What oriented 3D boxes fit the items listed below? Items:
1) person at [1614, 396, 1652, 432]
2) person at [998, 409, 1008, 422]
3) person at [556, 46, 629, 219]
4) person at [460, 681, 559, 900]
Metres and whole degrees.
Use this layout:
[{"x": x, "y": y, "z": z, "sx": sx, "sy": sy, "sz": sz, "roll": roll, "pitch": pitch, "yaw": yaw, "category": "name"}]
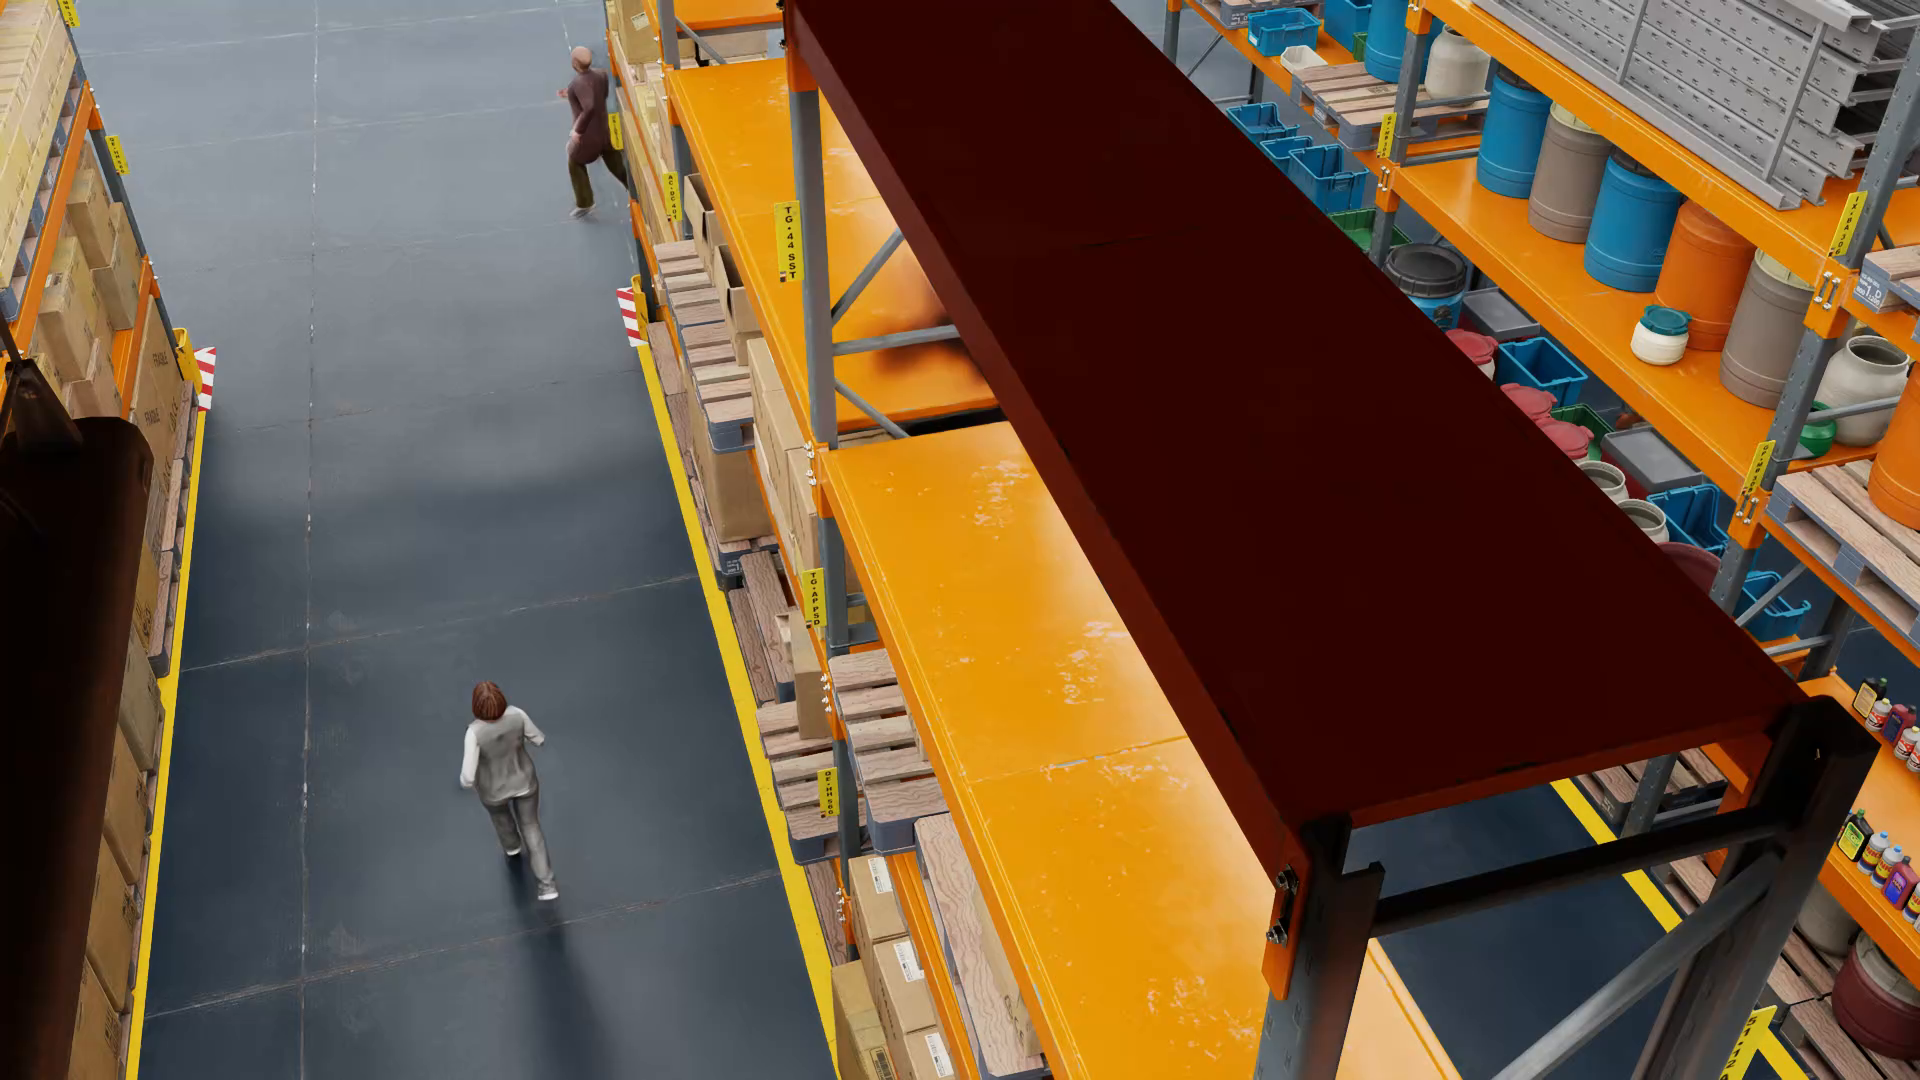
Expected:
[{"x": 5.177, "y": -0.864, "z": 12.452, "sx": 0.662, "sy": 1.768, "sz": 0.987, "roll": -12, "pitch": 40, "yaw": -14, "category": "person"}, {"x": 0.478, "y": -0.804, "z": 12.428, "sx": 0.670, "sy": 1.828, "sz": 0.757, "roll": -17, "pitch": 41, "yaw": -20, "category": "person"}, {"x": -3.535, "y": -3.943, "z": 16.378, "sx": 0.990, "sy": 1.836, "sz": 0.705, "roll": 17, "pitch": 41, "yaw": 20, "category": "person"}, {"x": -2.629, "y": 1.444, "z": 9.694, "sx": 0.540, "sy": 1.597, "sz": 0.879, "roll": -19, "pitch": 42, "yaw": -22, "category": "person"}]
